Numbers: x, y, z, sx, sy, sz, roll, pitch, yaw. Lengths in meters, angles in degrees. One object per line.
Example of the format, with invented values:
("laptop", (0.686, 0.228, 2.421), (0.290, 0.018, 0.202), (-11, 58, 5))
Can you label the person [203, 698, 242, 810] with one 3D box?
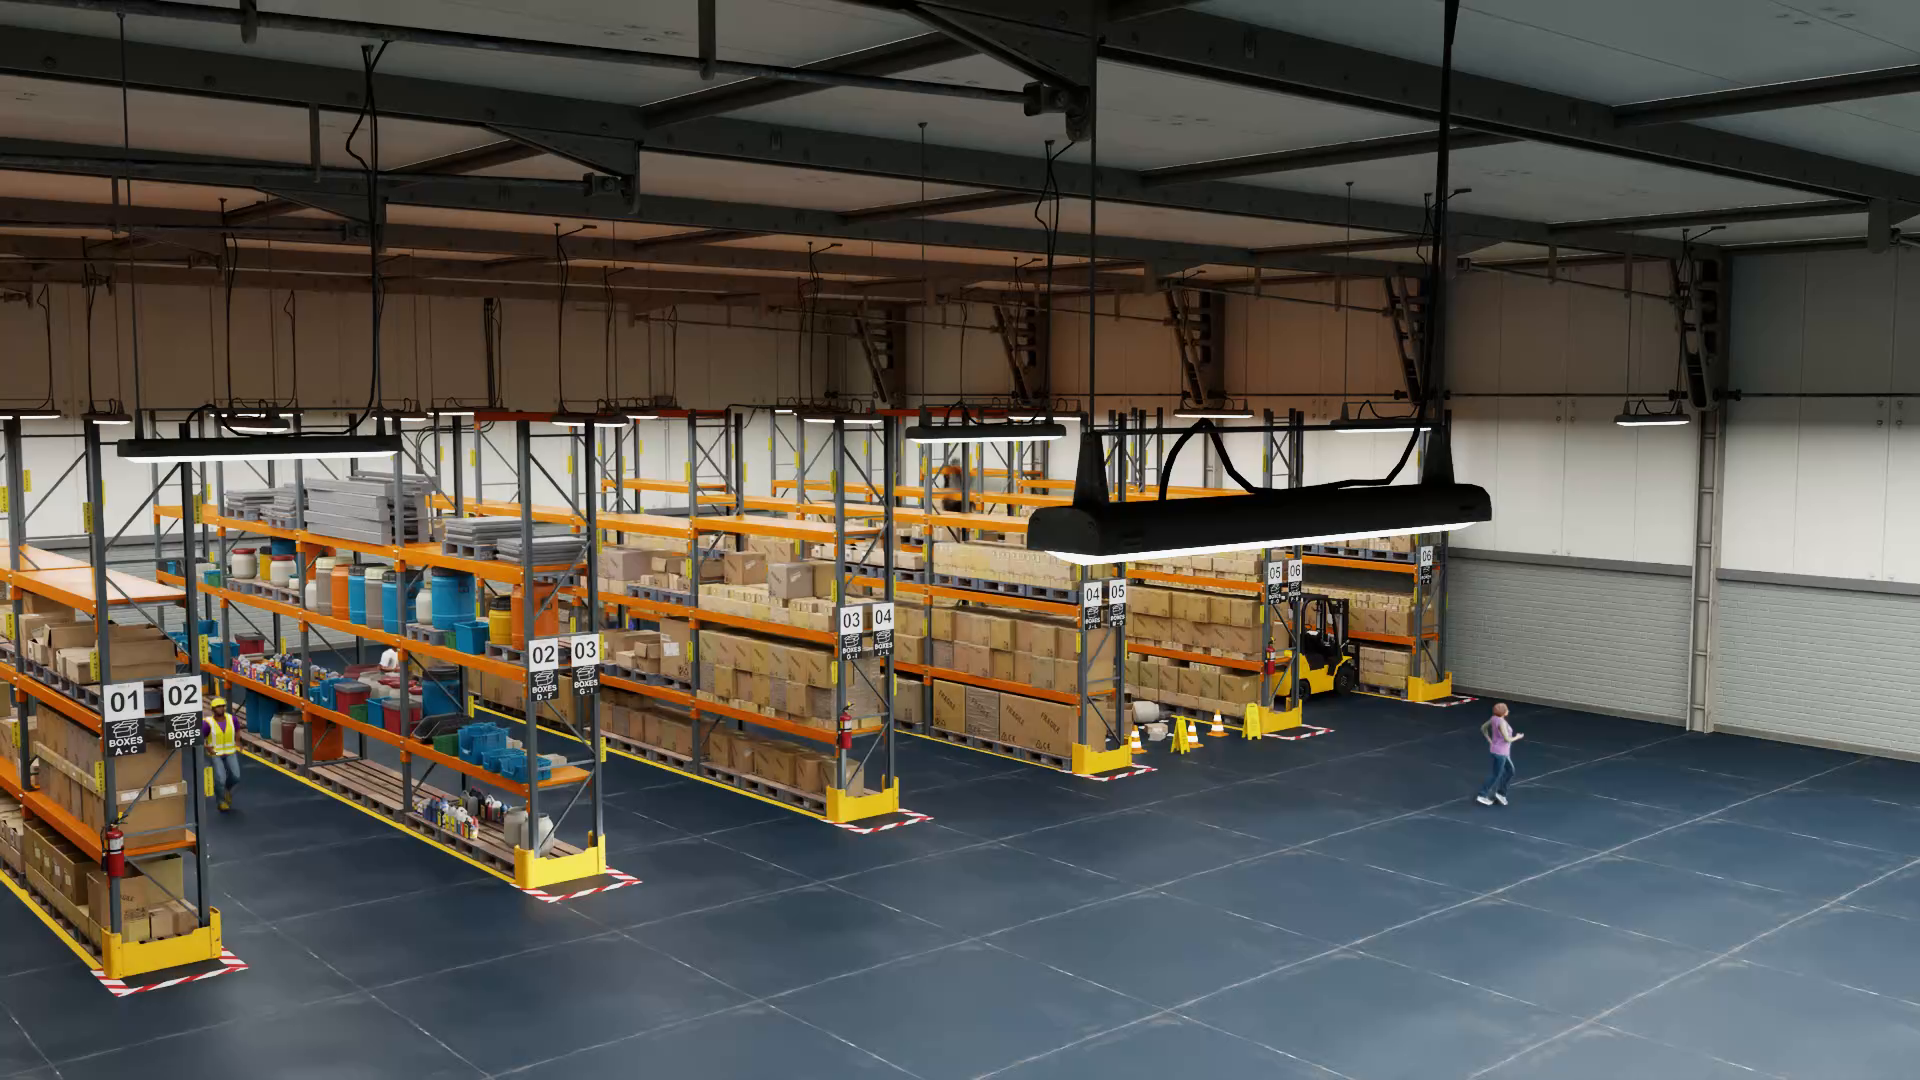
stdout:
("person", (-11.189, 3.249, 25.235), (0.674, 1.721, 0.569), (-5, 7, -42))

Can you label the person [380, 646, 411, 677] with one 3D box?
("person", (-10.647, 2.656, 31.482), (0.935, 1.754, 0.706), (3, 6, 33))

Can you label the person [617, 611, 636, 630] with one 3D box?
("person", (-7.216, 2.347, 36.237), (0.571, 1.607, 0.537), (-4, 7, -41))

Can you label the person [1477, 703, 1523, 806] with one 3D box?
("person", (8.279, 3.301, 25.489), (0.684, 1.647, 0.526), (1, 5, 7))
